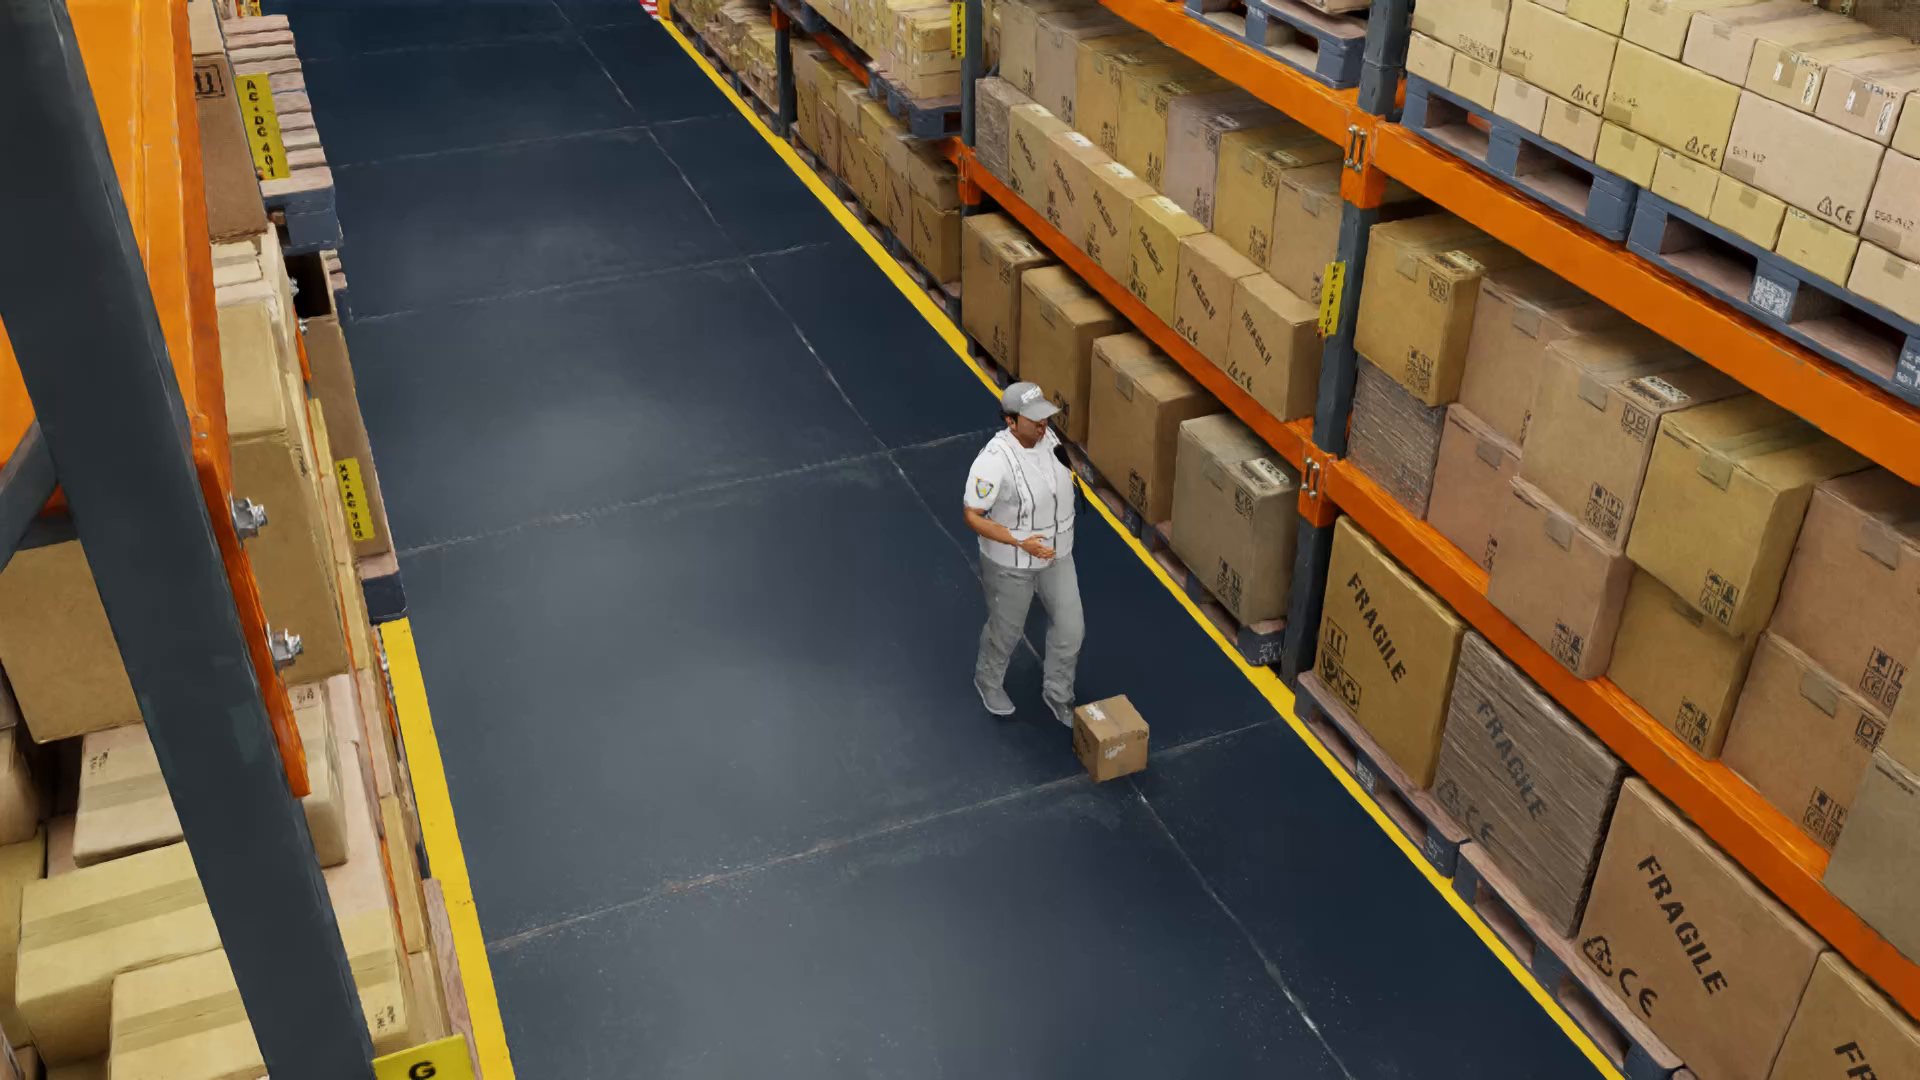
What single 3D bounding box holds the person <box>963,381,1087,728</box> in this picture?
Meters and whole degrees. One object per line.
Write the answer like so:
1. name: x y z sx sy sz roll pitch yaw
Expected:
1. person: 0.353 0.107 7.421 0.660 1.714 0.586 -26 42 -34
